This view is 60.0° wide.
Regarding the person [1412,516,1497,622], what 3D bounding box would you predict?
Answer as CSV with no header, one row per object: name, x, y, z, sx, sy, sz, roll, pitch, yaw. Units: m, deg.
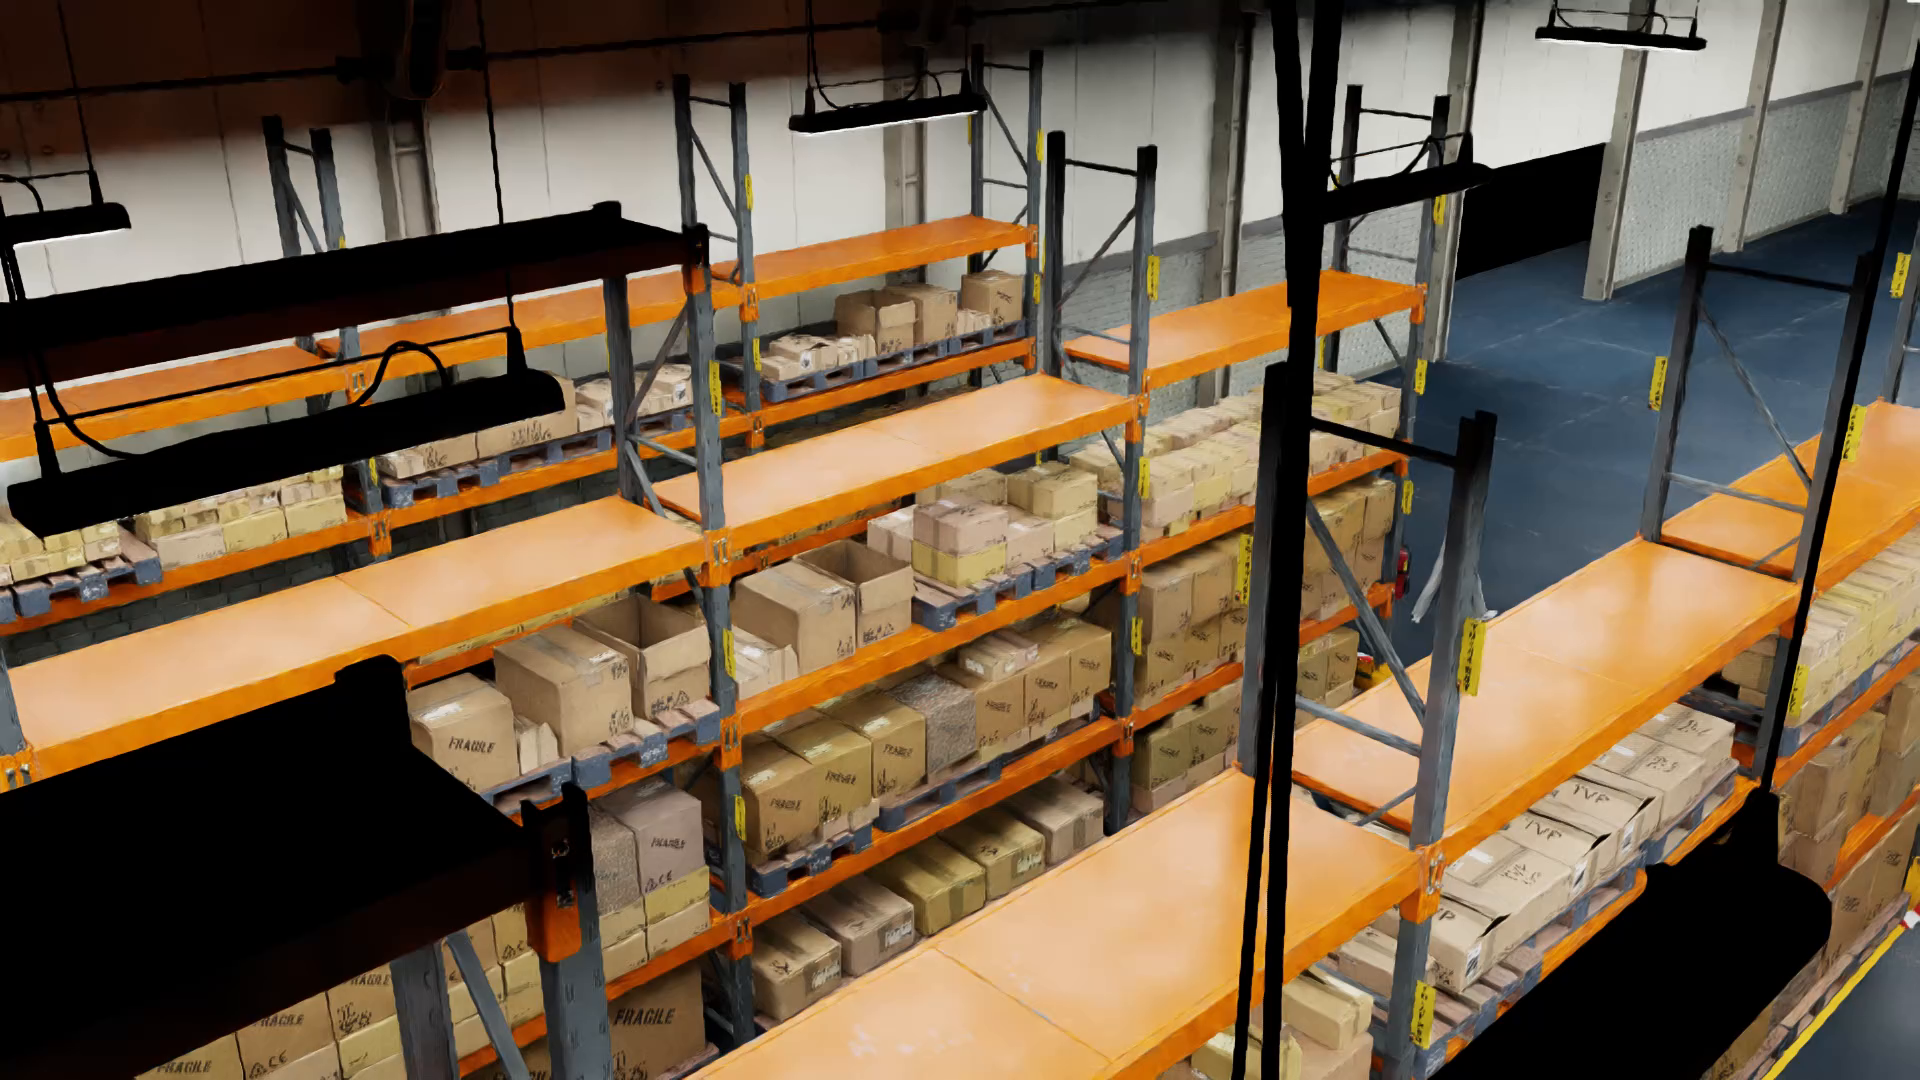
person,5.514,0.145,18.384,0.947,1.621,0.482,-8,24,-19
